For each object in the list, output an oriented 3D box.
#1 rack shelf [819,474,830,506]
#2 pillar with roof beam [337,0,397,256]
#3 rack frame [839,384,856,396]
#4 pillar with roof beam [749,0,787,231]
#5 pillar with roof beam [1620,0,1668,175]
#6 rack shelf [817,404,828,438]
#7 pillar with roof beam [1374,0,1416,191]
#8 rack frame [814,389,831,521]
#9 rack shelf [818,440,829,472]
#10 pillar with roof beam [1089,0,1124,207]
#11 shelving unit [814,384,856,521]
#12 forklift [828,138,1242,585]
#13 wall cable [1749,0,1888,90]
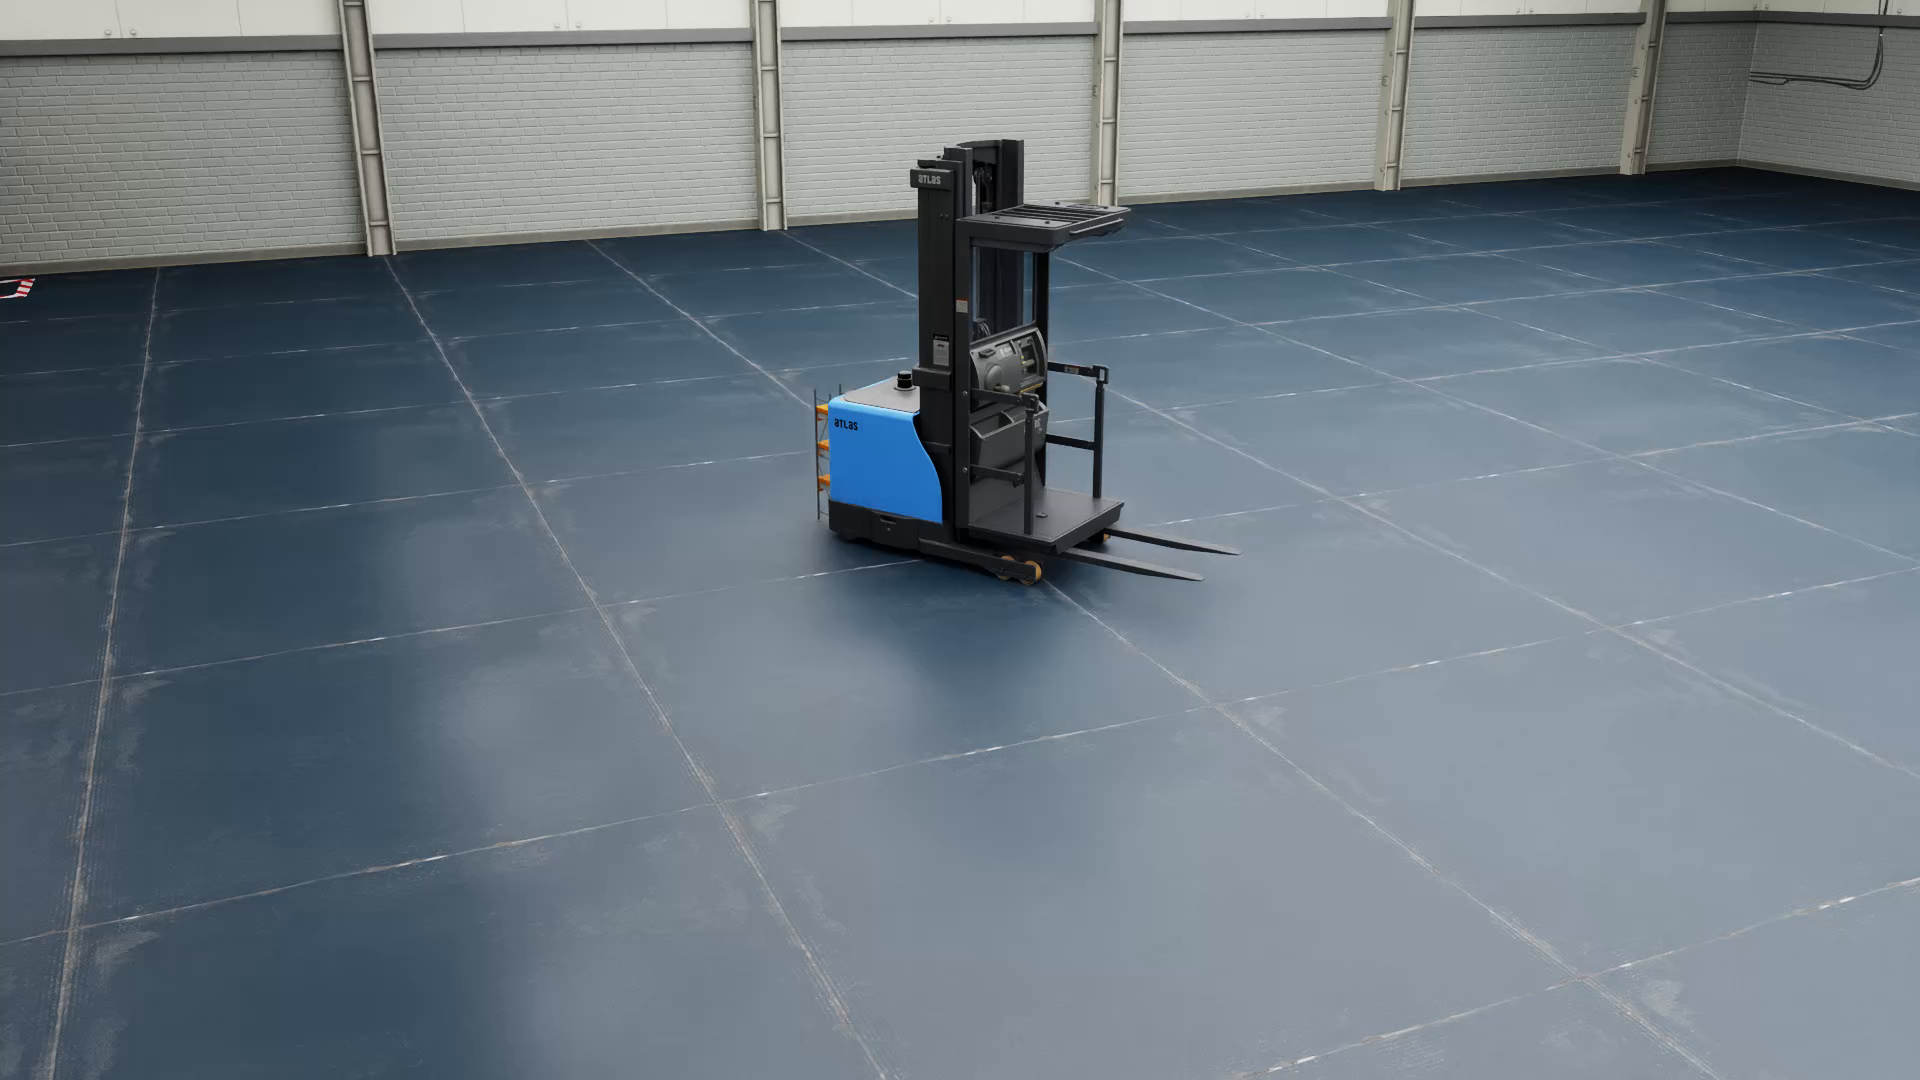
[{"bbox_3d":[-0.948,-0.383,12.897,0.240,0.259,0.215,-17,26,-40],"label":"rack shelf"},{"bbox_3d":[-6.815,-7.149,19.277,0.400,9.000,9.100,-8,21,-22],"label":"pillar with roof beam"},{"bbox_3d":[-0.859,-0.682,12.879,0.008,1.050,0.200,-17,26,-40],"label":"rack frame"},{"bbox_3d":[-1.306,-7.939,21.519,0.400,9.000,9.100,-8,21,-22],"label":"pillar with roof beam"},{"bbox_3d":[15.221,-10.307,28.244,0.400,9.000,9.100,-8,21,-22],"label":"pillar with roof beam"},{"bbox_3d":[-0.948,-0.912,12.710,0.240,0.259,0.215,-17,26,-40],"label":"rack shelf"},{"bbox_3d":[9.712,-9.517,26.002,0.400,9.000,9.100,-8,21,-22],"label":"pillar with roof beam"},{"bbox_3d":[-1.038,-0.627,12.723,0.008,1.050,0.200,-17,26,-40],"label":"rack frame"},{"bbox_3d":[-0.948,-0.645,12.804,0.240,0.259,0.215,-17,26,-40],"label":"rack shelf"},{"bbox_3d":[4.203,-8.728,23.761,0.400,9.000,9.100,-8,21,-22],"label":"pillar with roof beam"},{"bbox_3d":[-0.948,-0.655,12.801,0.252,1.050,0.215,-17,26,-40],"label":"shelving unit"},{"bbox_3d":[0.523,-1.269,11.713,3.031,2.935,1.130,12,23,31],"label":"forklift"},{"bbox_3d":[16.745,-10.139,32.444,0.112,2.526,3.097,-8,21,-22],"label":"wall cable"}]
